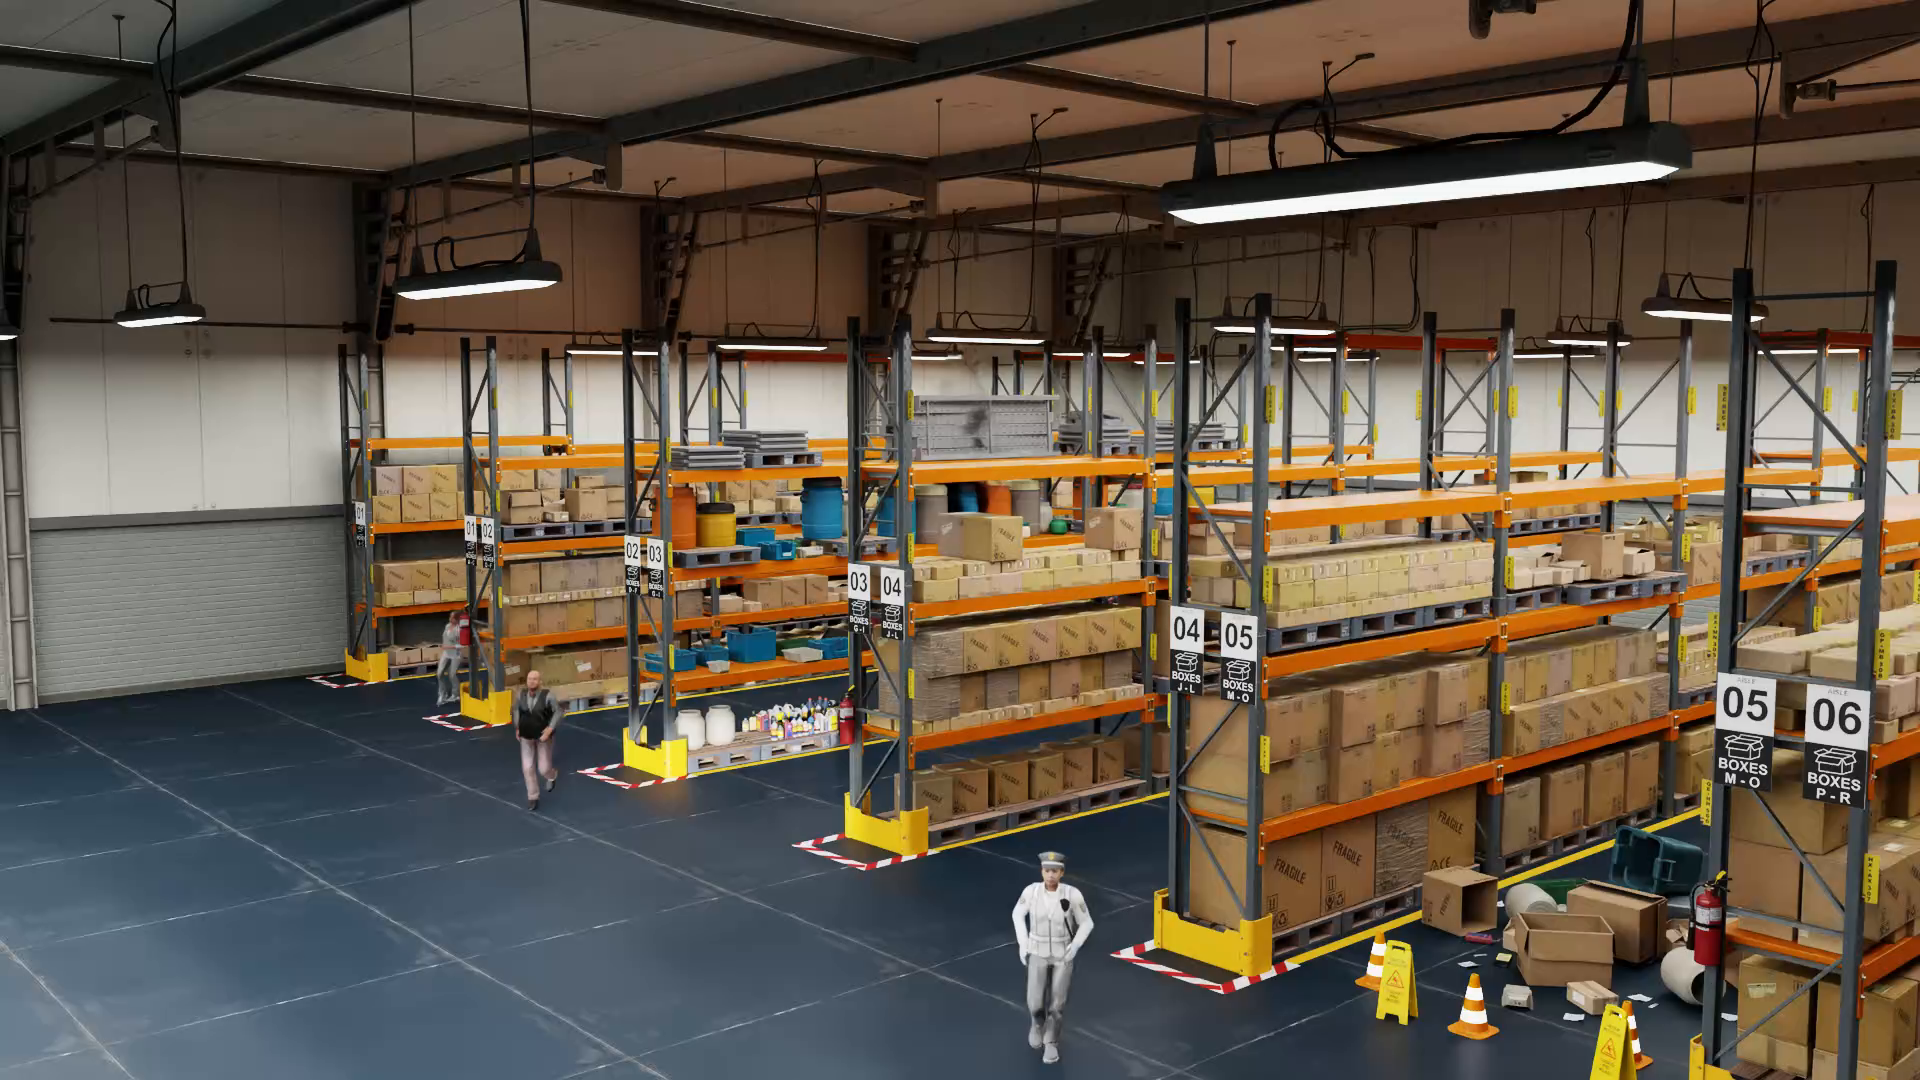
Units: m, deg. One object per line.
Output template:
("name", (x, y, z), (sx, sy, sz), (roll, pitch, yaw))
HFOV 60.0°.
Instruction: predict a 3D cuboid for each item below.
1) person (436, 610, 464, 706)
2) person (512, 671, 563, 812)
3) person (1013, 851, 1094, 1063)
("person", (-8.329, 1.941, 27.336), (0.530, 1.598, 0.615), (2, 5, 19))
("person", (-5.281, 2.467, 20.801), (0.652, 1.705, 0.822), (0, 5, -1))
("person", (0.709, 3.197, 12.777), (0.630, 1.663, 0.538), (0, 5, 5))
